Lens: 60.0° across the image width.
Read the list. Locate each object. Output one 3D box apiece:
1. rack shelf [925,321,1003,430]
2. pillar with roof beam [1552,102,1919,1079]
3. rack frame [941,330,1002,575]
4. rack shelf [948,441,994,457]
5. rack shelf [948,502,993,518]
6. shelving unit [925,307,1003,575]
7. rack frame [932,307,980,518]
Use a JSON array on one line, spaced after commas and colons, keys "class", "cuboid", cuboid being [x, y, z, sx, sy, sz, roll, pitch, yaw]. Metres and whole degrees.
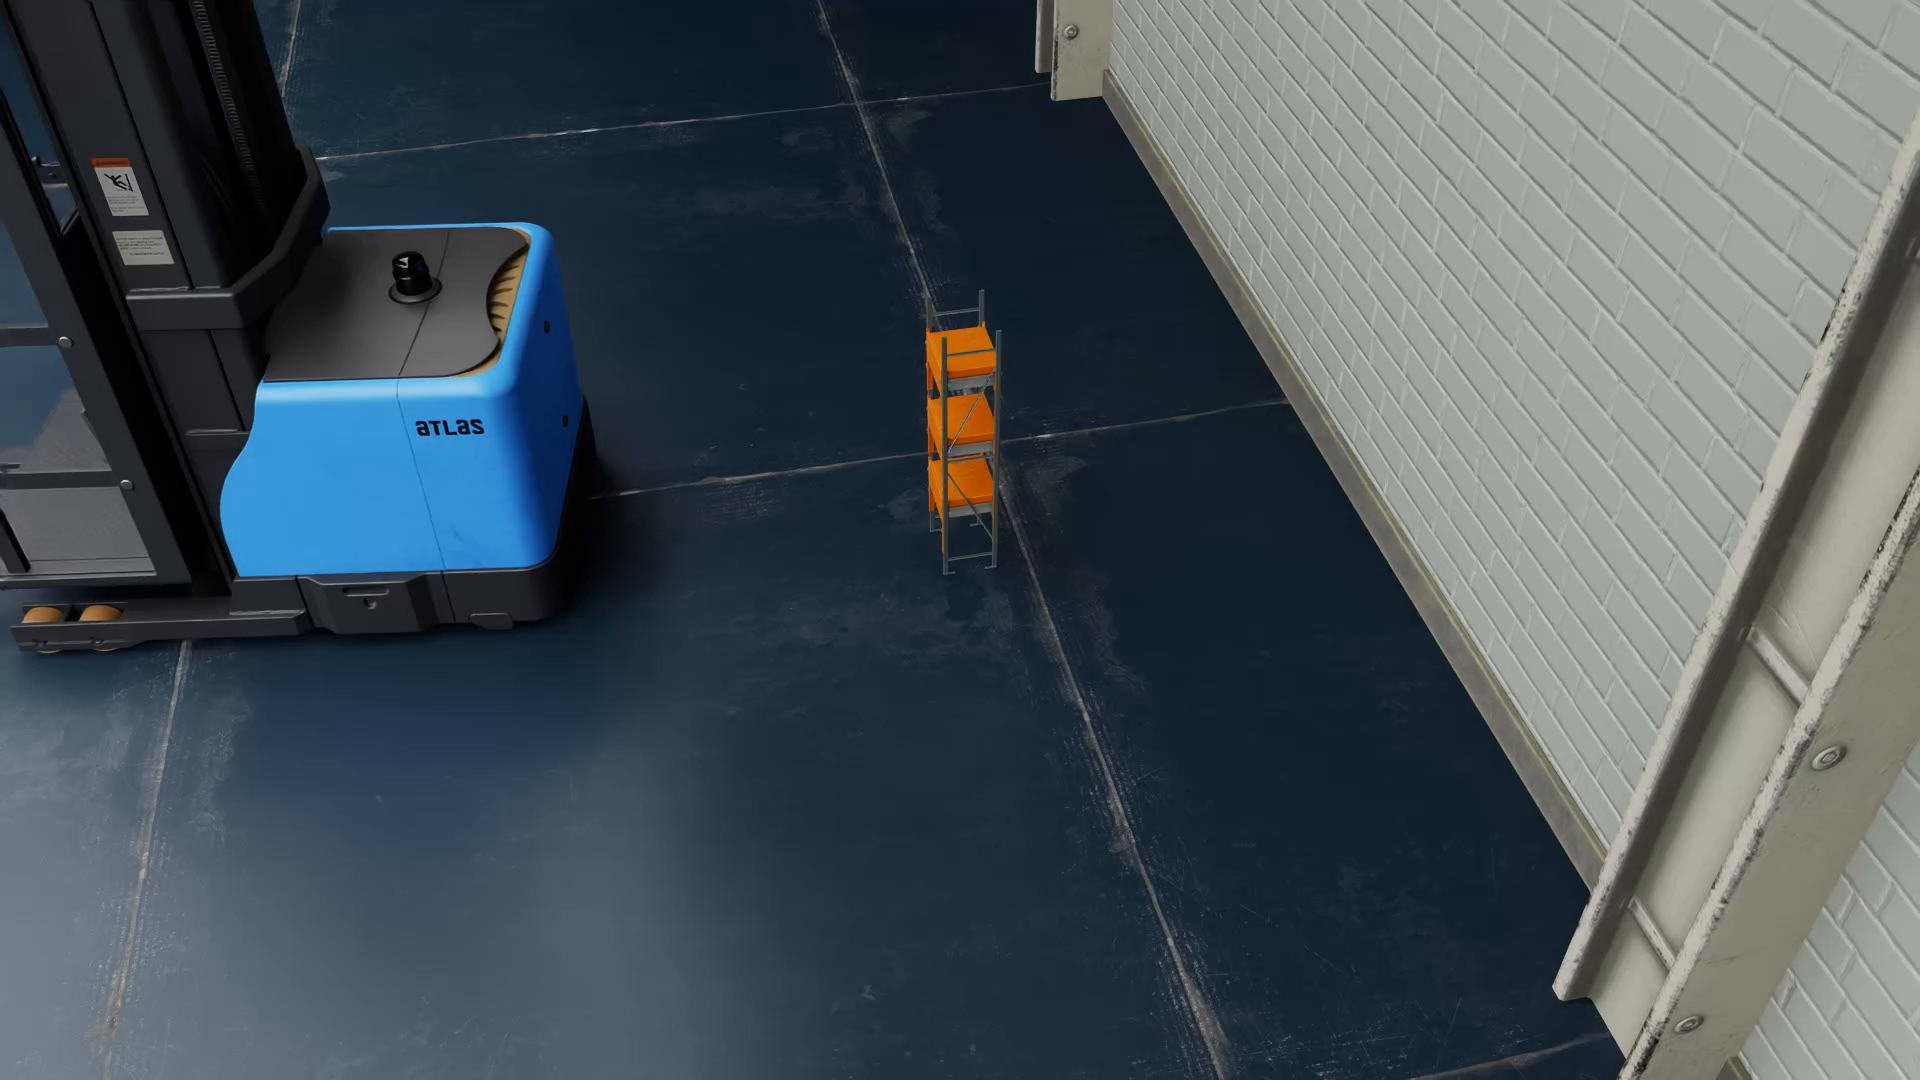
[{"class": "rack shelf", "cuboid": [0.012, -0.562, 5.681, 0.215, 0.259, 0.240, -8, 42, -9]}, {"class": "pillar with roof beam", "cuboid": [-2.303, -1.358, 1.002, 9.100, 9.000, 0.400, -8, 42, -9]}, {"class": "rack frame", "cuboid": [0.038, -0.279, 5.773, 0.200, 1.050, 0.008, -8, 42, -9]}, {"class": "rack shelf", "cuboid": [0.012, -0.387, 5.836, 0.166, 0.050, 0.221, -8, 42, -9]}, {"class": "rack shelf", "cuboid": [0.012, -0.180, 6.021, 0.166, 0.050, 0.221, -8, 42, -9]}, {"class": "shelving unit", "cuboid": [0.012, -0.357, 5.862, 0.215, 1.050, 0.249, -8, 42, -9]}, {"class": "rack frame", "cuboid": [-0.015, -0.437, 5.951, 0.190, 0.915, 0.003, -8, 42, -9]}]
